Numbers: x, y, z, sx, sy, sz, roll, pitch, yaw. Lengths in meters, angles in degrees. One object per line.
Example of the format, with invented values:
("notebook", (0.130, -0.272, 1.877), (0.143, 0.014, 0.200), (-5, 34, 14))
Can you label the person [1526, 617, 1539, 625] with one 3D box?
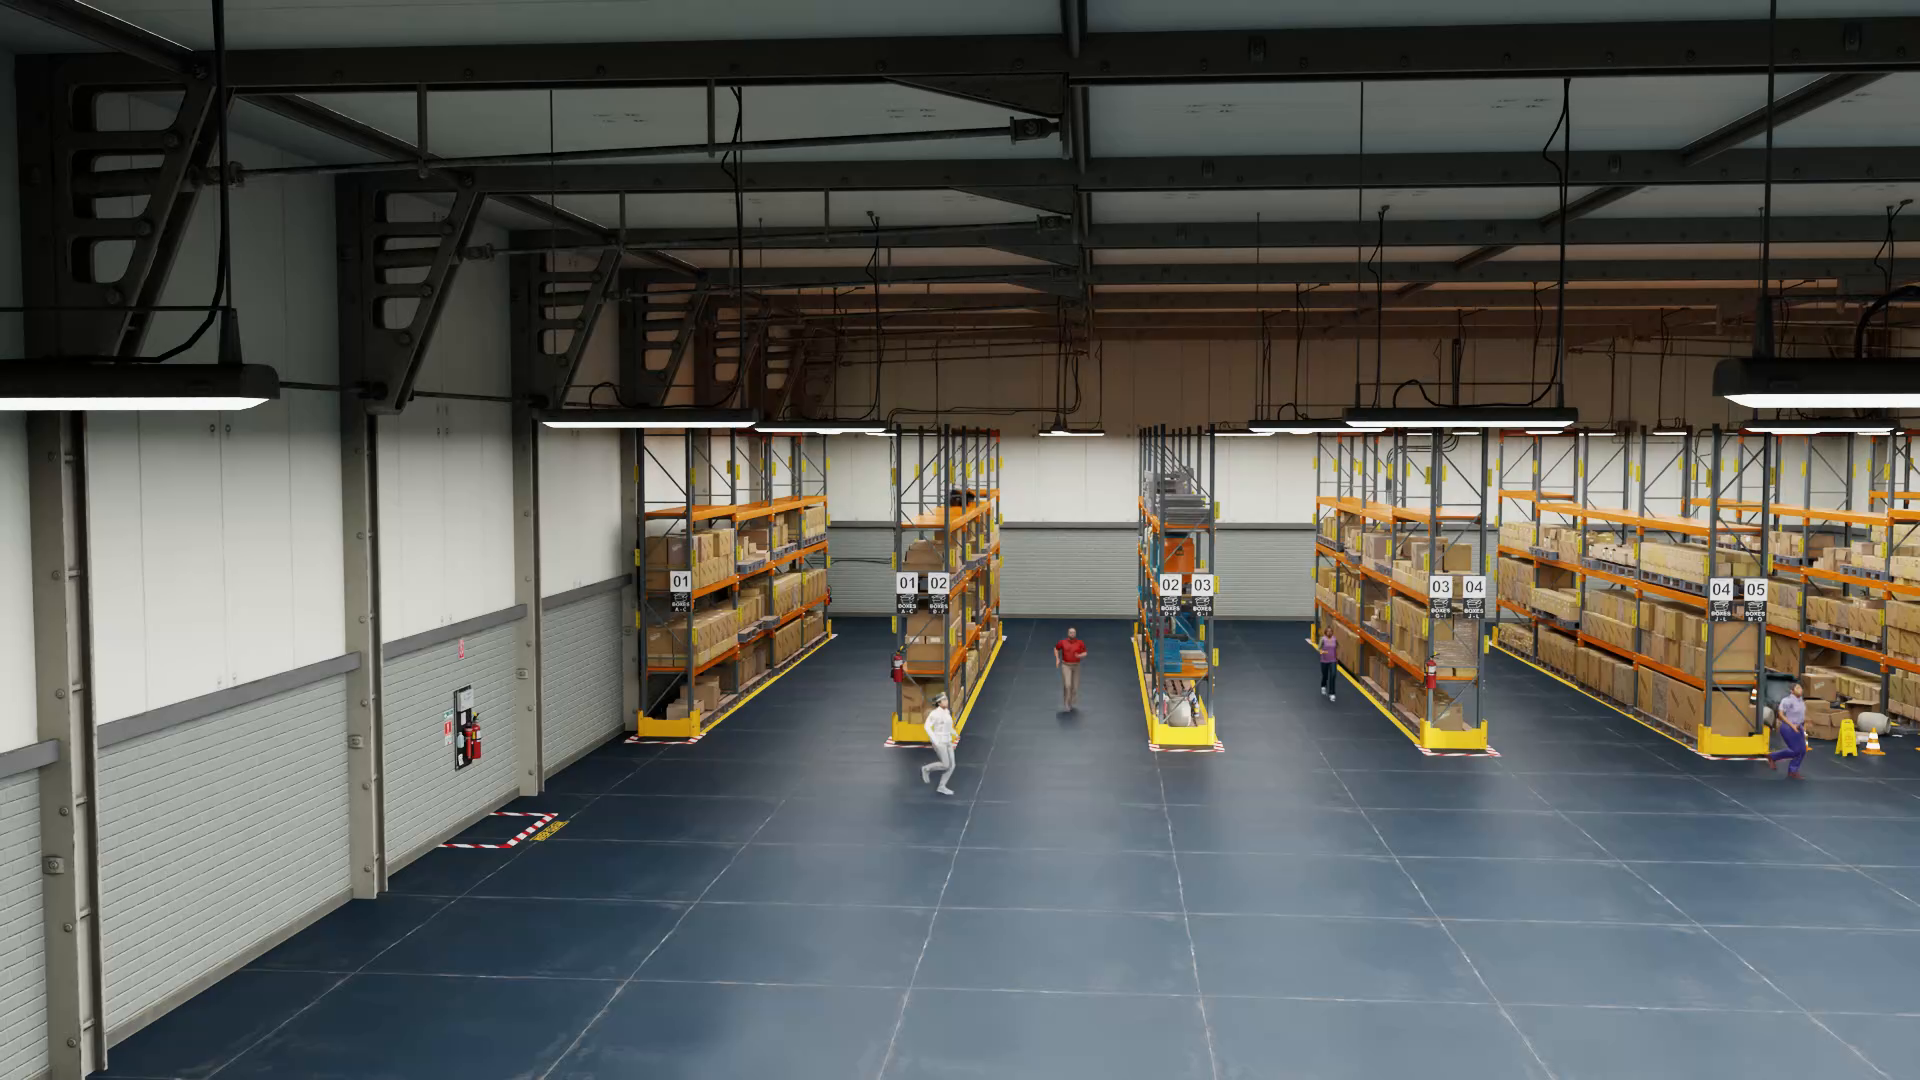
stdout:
("person", (16.266, 2.040, 47.145), (0.635, 1.705, 0.629), (3, 5, 40))

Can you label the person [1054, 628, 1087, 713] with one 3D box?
("person", (2.345, 2.744, 35.012), (0.636, 1.797, 0.758), (-1, 4, -8))

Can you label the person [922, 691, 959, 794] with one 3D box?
("person", (-0.322, 3.269, 26.878), (0.550, 1.663, 0.658), (2, 4, 33))

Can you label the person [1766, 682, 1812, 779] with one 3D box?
("person", (14.091, 3.213, 28.215), (0.604, 1.623, 0.606), (-3, 4, -38))

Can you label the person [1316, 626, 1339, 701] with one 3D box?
("person", (8.083, 2.685, 36.483), (0.539, 1.596, 0.878), (0, 3, 1))
